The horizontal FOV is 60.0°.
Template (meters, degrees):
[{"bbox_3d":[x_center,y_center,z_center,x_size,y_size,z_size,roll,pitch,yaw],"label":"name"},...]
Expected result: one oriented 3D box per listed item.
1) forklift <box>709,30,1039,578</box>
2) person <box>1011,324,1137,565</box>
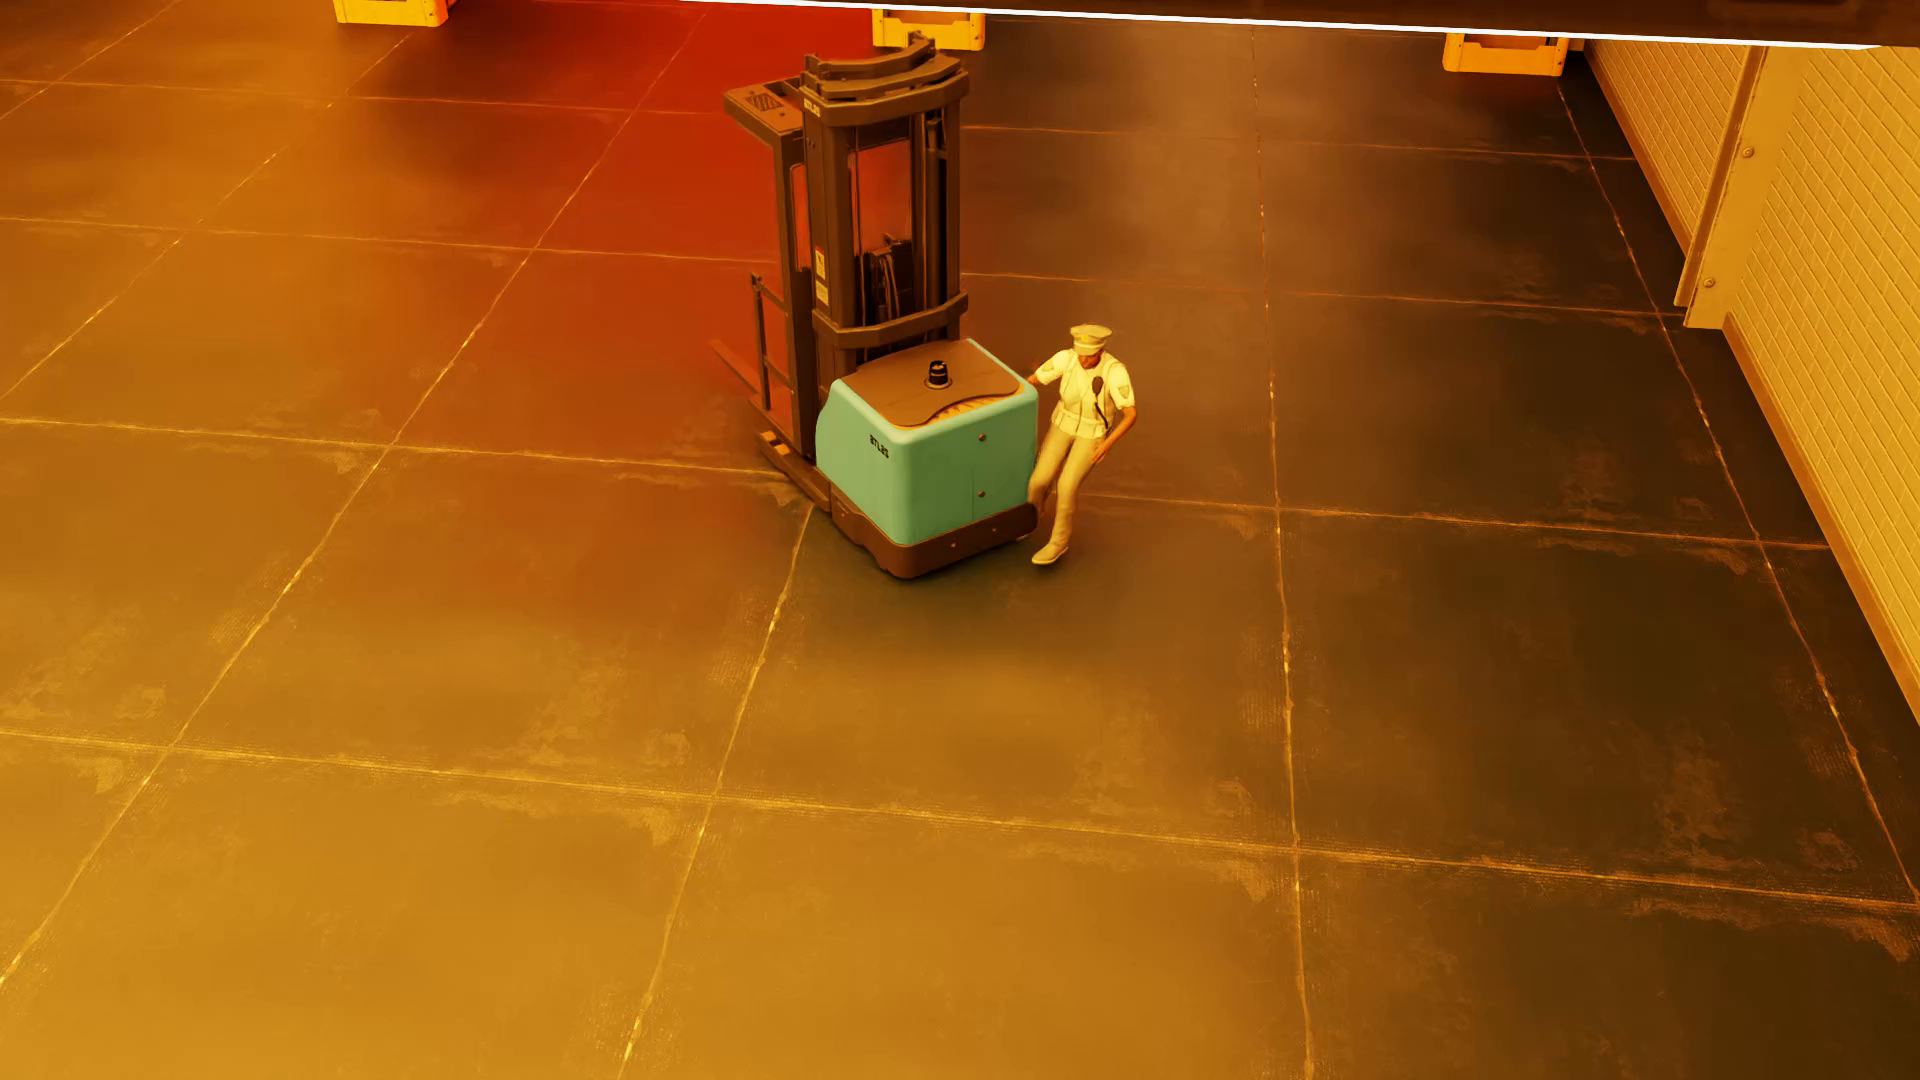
[{"bbox_3d":[-0.727,-1.790,10.458,1.130,2.935,3.031,-21,41,-26],"label":"forklift"},{"bbox_3d":[0.670,-0.577,10.092,0.730,1.469,0.815,11,38,15],"label":"person"}]
